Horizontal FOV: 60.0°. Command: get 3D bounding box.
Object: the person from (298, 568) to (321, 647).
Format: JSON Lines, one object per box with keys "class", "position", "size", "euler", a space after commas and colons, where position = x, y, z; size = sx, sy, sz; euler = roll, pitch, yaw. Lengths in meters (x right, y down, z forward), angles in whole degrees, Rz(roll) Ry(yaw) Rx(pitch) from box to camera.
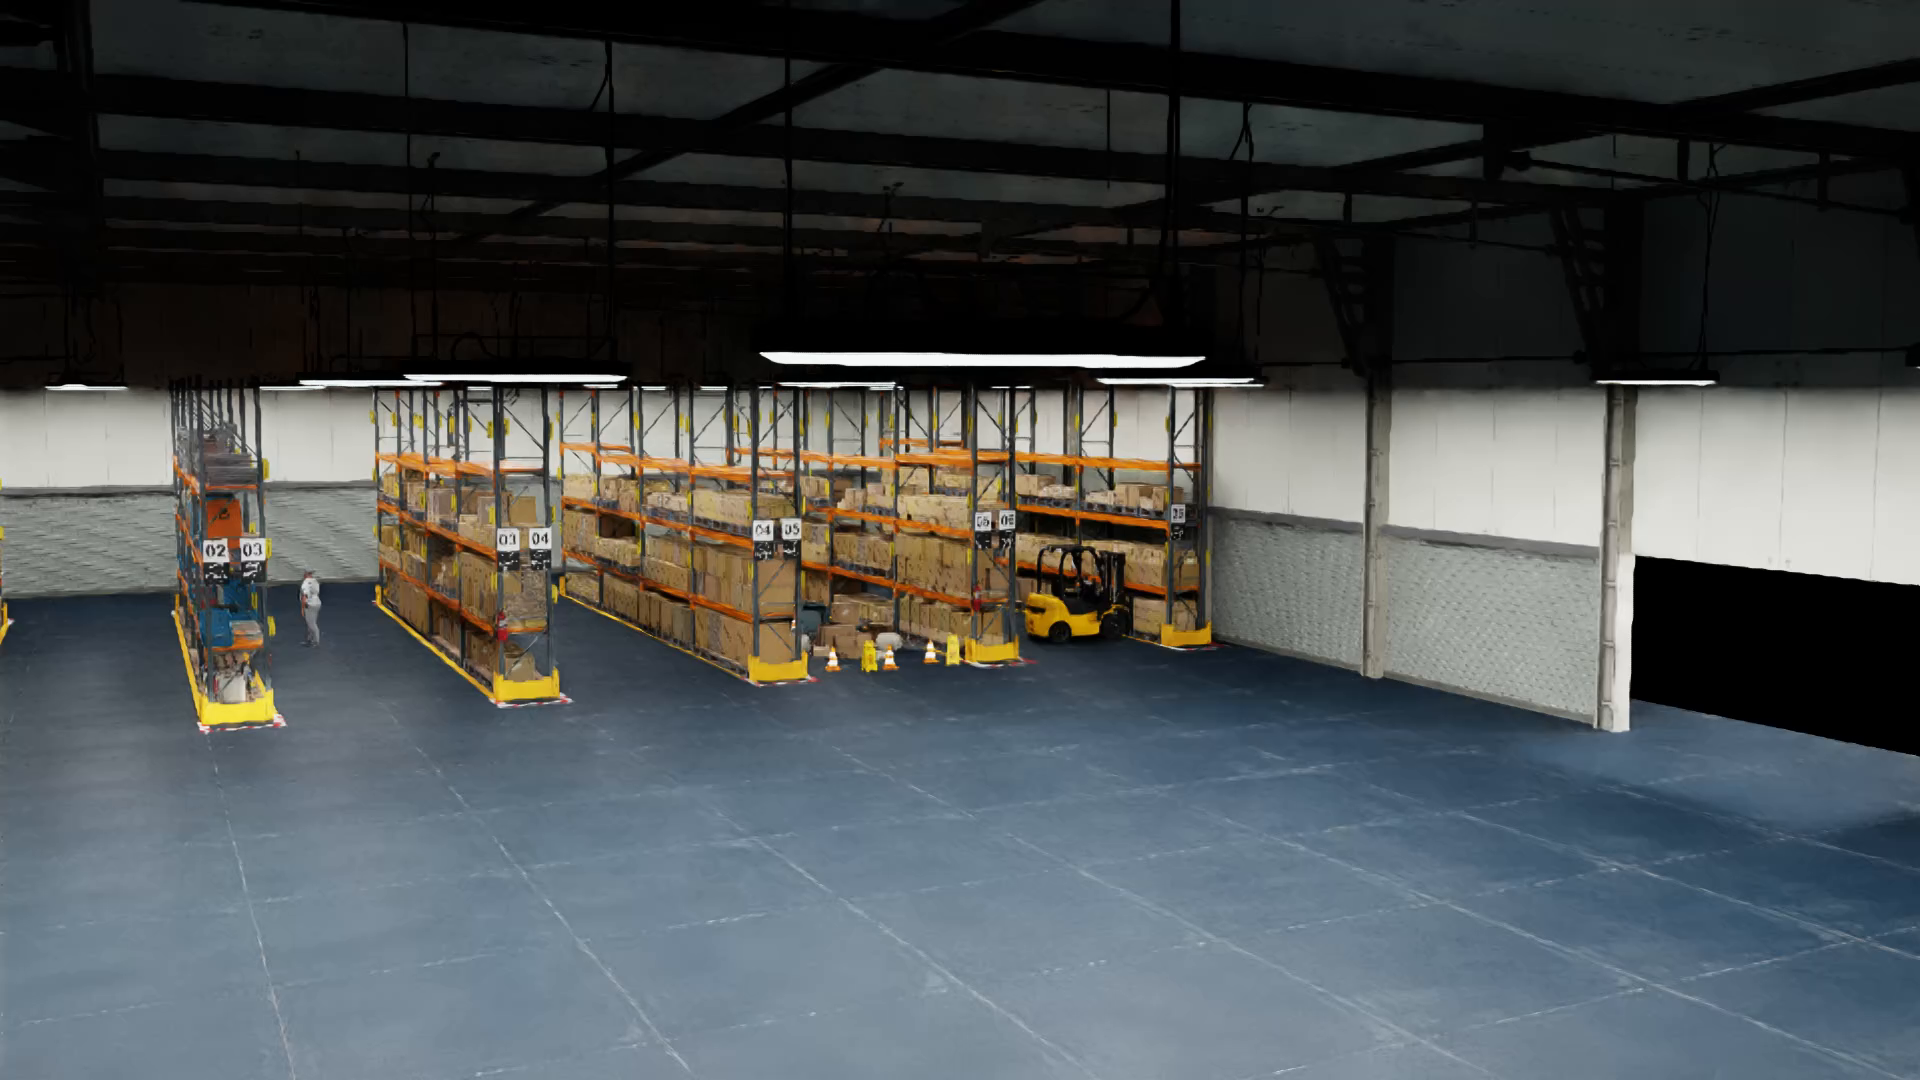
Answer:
{"class": "person", "position": [-14.693, 1.505, 37.476], "size": [0.580, 1.746, 0.589], "euler": [0, 5, 3]}
